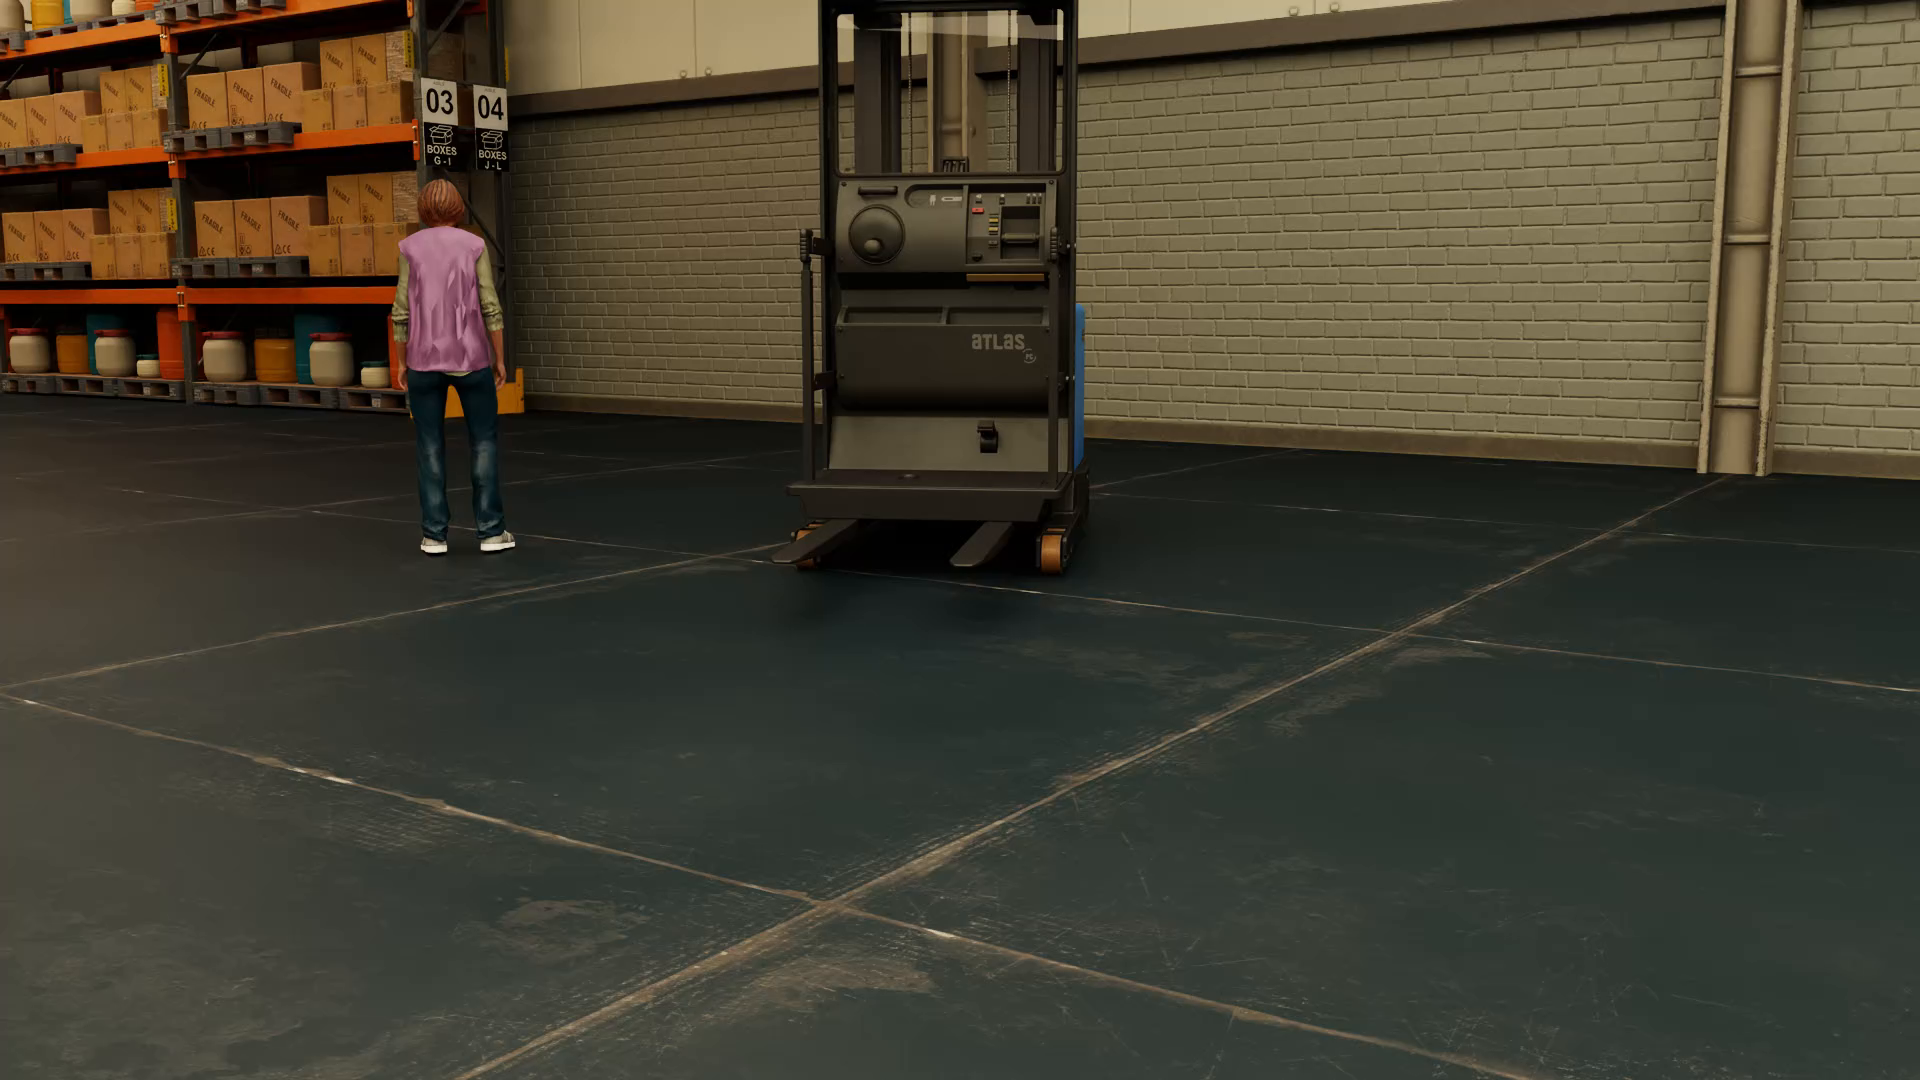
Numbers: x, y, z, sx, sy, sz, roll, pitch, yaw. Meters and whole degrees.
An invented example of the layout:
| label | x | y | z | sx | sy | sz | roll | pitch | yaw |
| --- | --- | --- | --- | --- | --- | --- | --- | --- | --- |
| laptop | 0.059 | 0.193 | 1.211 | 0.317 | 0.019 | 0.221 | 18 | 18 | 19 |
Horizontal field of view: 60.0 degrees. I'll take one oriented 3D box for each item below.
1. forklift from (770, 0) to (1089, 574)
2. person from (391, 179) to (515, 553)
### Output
| label | x | y | z | sx | sy | sz | roll | pitch | yaw |
| --- | --- | --- | --- | --- | --- | --- | --- | --- | --- |
| forklift | -0.085 | -1.364 | 6.783 | 1.130 | 2.935 | 3.031 | 1 | 8 | 8 |
| person | -2.179 | -0.734 | 7.117 | 0.461 | 1.591 | 0.347 | -2 | 8 | -11 |
